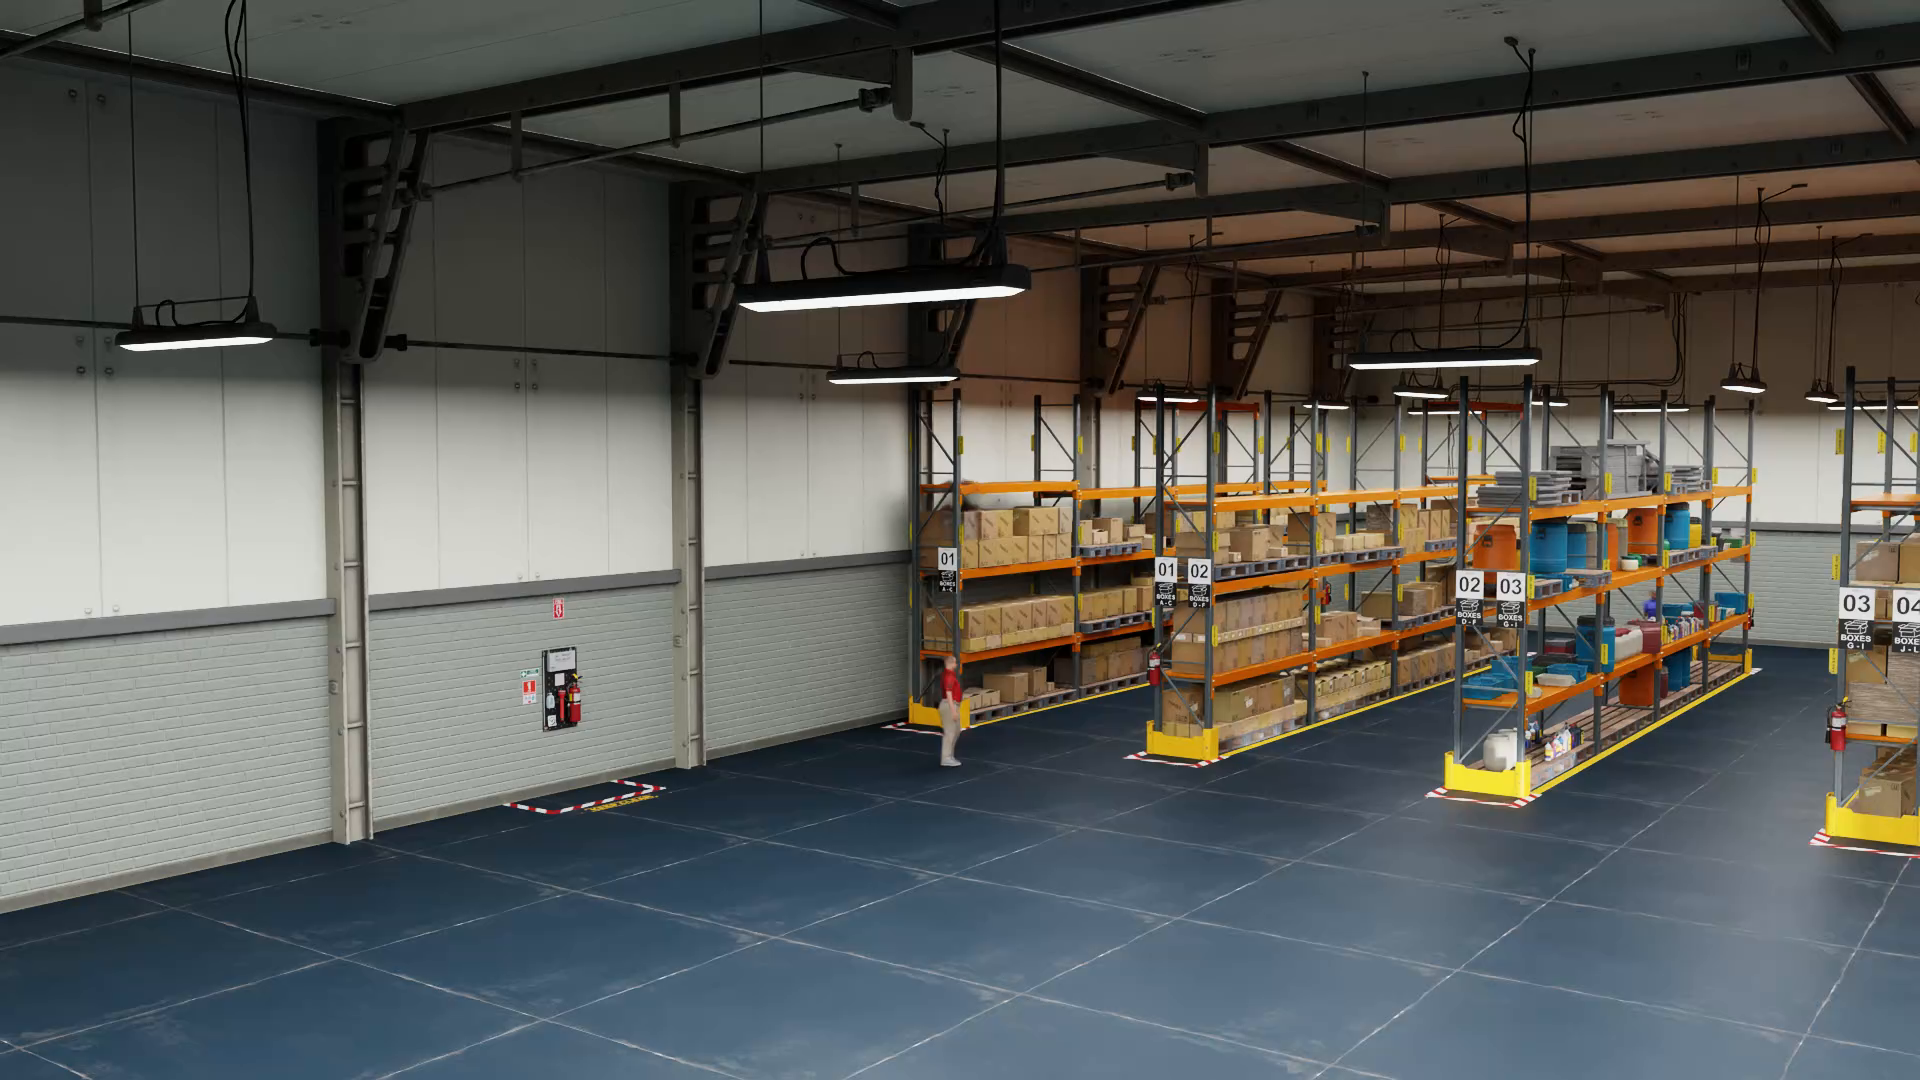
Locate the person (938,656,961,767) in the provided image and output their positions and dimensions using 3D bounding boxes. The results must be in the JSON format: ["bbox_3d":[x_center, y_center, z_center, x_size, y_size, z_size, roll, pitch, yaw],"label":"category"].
[{"bbox_3d":[-0.151,2.689,25.975,0.374,1.765,0.644,0,3,-3],"label":"person"}]

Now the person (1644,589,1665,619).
[{"bbox_3d":[16.137,2.029,38.617,0.497,1.559,0.372,1,3,13],"label":"person"}]
